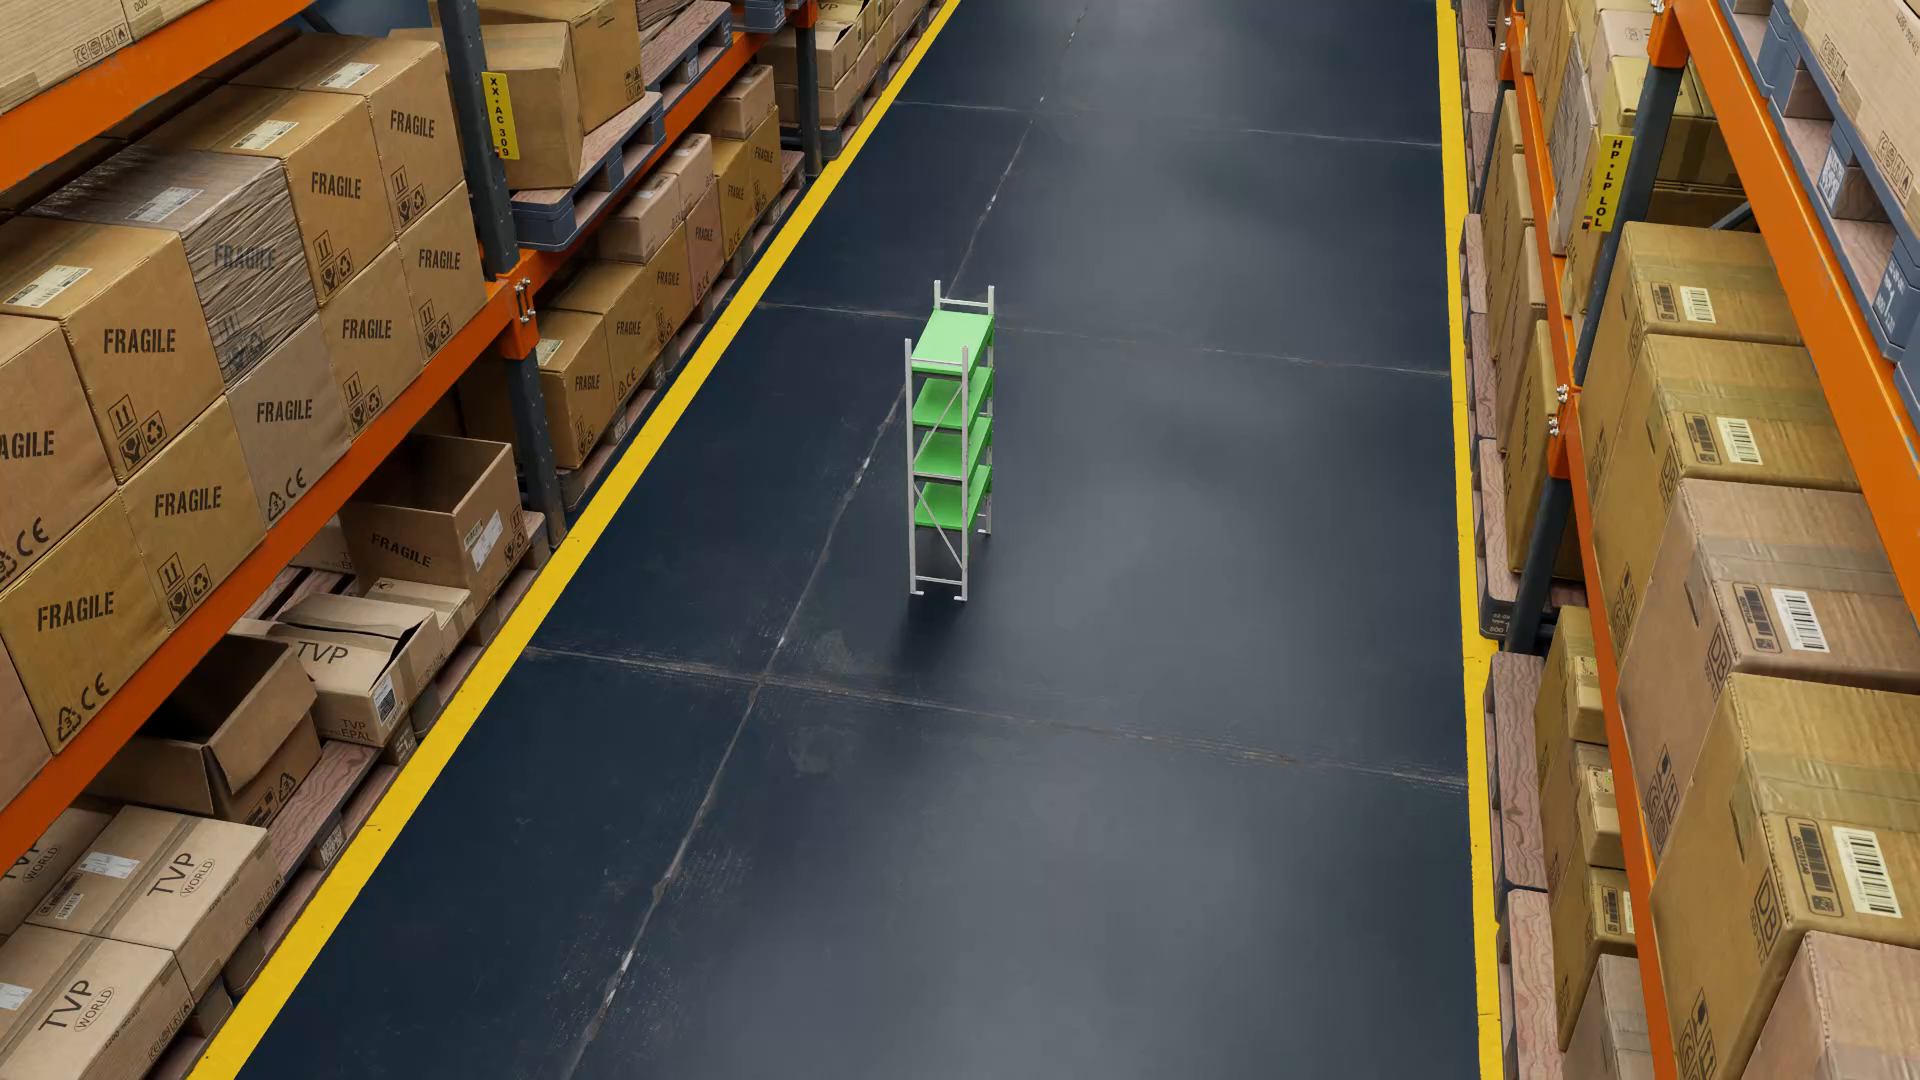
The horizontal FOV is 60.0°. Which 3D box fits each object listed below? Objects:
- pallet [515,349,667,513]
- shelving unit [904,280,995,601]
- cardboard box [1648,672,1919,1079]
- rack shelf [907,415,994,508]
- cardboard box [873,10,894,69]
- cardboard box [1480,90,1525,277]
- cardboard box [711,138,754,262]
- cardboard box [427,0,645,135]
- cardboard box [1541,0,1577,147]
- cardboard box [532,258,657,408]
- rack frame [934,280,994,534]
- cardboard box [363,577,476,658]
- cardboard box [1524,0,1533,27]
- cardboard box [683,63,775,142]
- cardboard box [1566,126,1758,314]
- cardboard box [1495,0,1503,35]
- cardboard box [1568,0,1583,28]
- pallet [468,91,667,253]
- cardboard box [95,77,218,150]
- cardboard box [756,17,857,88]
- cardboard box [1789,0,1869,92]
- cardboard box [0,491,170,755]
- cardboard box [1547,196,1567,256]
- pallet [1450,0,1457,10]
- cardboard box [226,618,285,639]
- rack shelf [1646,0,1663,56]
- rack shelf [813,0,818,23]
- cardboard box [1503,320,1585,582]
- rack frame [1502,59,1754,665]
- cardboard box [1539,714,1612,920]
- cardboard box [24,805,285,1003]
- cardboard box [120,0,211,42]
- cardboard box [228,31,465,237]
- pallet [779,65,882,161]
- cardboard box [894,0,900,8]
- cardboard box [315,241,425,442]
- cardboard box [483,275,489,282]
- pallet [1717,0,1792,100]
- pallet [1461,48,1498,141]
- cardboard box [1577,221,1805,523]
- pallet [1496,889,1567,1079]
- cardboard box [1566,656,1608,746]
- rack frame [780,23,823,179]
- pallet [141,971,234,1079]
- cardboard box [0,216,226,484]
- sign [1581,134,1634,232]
[{"bbox_3d":[-2.082,-0.608,7.910,1.003,0.211,1.213,7,37,10],"label":"pallet"},{"bbox_3d":[-0.035,-0.391,6.767,0.258,1.200,0.503,7,37,10],"label":"shelving unit"},{"bbox_3d":[2.010,0.812,3.318,0.980,0.700,0.700,7,37,10],"label":"cardboard box"},{"bbox_3d":[-0.035,-0.339,6.804,0.258,0.148,0.480,7,37,10],"label":"rack shelf"},{"bbox_3d":[-0.754,-3.467,11.463,0.500,0.250,0.500,6,36,9],"label":"cardboard box"},{"bbox_3d":[3.190,-1.835,8.700,0.750,0.750,0.750,7,36,9],"label":"cardboard box"},{"bbox_3d":[-1.446,-1.863,9.020,0.500,0.500,0.500,6,36,8],"label":"cardboard box"},{"bbox_3d":[-1.814,-2.123,7.180,0.700,0.500,0.500,13,38,17],"label":"cardboard box"},{"bbox_3d":[2.790,-1.981,7.071,0.500,0.500,0.500,8,37,11],"label":"cardboard box"},{"bbox_3d":[-1.775,-0.986,7.810,0.500,0.500,0.500,8,37,11],"label":"cardboard box"},{"bbox_3d":[0.017,-0.531,6.960,0.240,1.200,0.015,7,37,10],"label":"rack frame"},{"bbox_3d":[-2.085,0.294,6.342,0.380,0.149,0.250,7,37,10],"label":"cardboard box"},{"bbox_3d":[3.122,-2.864,8.289,0.500,0.500,0.500,8,37,11],"label":"cardboard box"},{"bbox_3d":[-1.343,-2.431,9.164,0.500,0.250,0.500,9,37,12],"label":"cardboard box"},{"bbox_3d":[2.473,-1.113,5.874,0.500,0.500,0.500,7,36,9],"label":"cardboard box"},{"bbox_3d":[4.128,-3.674,11.518,0.700,0.500,0.500,7,36,9],"label":"cardboard box"},{"bbox_3d":[2.807,-2.297,6.868,0.500,0.250,0.500,7,36,9],"label":"cardboard box"},{"bbox_3d":[-1.942,-1.633,7.111,1.003,0.211,1.213,7,37,10],"label":"pallet"},{"bbox_3d":[-2.704,-1.181,5.386,0.500,0.500,0.500,6,36,9],"label":"cardboard box"},{"bbox_3d":[-0.966,-3.107,10.488,0.500,0.311,0.500,9,37,12],"label":"cardboard box"},{"bbox_3d":[1.991,-1.064,3.290,0.500,0.250,0.500,6,36,9],"label":"cardboard box"},{"bbox_3d":[-2.506,0.181,4.359,0.500,0.500,0.500,7,37,10],"label":"cardboard box"},{"bbox_3d":[2.546,-1.233,6.592,0.380,0.149,0.250,7,37,10],"label":"cardboard box"},{"bbox_3d":[4.439,-4.495,13.271,1.003,0.211,1.213,7,37,10],"label":"pallet"},{"bbox_3d":[-2.695,0.413,6.163,0.380,0.166,0.250,7,37,10],"label":"cardboard box"},{"bbox_3d":[3.048,-2.718,6.501,1.077,0.370,4.000,7,37,10],"label":"rack shelf"},{"bbox_3d":[-0.938,-4.415,11.399,1.077,0.370,4.000,7,37,10],"label":"rack shelf"},{"bbox_3d":[2.633,-0.336,6.632,0.750,0.750,0.750,8,37,11],"label":"cardboard box"},{"bbox_3d":[2.621,-0.648,5.588,1.000,3.000,0.127,7,37,10],"label":"rack frame"},{"bbox_3d":[2.251,0.898,5.227,0.700,0.500,0.500,7,37,9],"label":"cardboard box"},{"bbox_3d":[-2.467,1.112,5.127,0.500,0.250,0.500,7,37,10],"label":"cardboard box"},{"bbox_3d":[-2.279,-1.535,4.384,0.500,0.250,0.500,7,37,10],"label":"cardboard box"},{"bbox_3d":[-2.074,-1.389,5.674,0.500,0.500,0.500,7,37,10],"label":"cardboard box"},{"bbox_3d":[-1.151,-2.898,11.068,1.003,0.211,1.213,7,37,10],"label":"pallet"},{"bbox_3d":[-0.642,-3.996,11.715,0.500,0.311,0.500,7,36,9],"label":"cardboard box"},{"bbox_3d":[-2.184,-0.693,5.564,0.500,0.500,0.500,8,37,11],"label":"cardboard box"},{"bbox_3d":[-2.280,-1.034,7.875,0.500,0.500,0.500,7,37,10],"label":"cardboard box"},{"bbox_3d":[2.436,-1.359,4.088,1.003,0.211,1.213,7,37,10],"label":"pallet"},{"bbox_3d":[3.907,-2.957,11.150,1.003,0.211,1.213,7,37,10],"label":"pallet"},{"bbox_3d":[2.489,-0.460,5.073,0.980,0.700,0.700,8,37,11],"label":"cardboard box"},{"bbox_3d":[2.124,1.609,4.850,1.003,0.211,1.213,7,37,10],"label":"pallet"},{"bbox_3d":[2.110,0.521,5.194,0.380,0.149,0.250,8,37,12],"label":"cardboard box"},{"bbox_3d":[-1.365,-3.560,9.605,1.000,3.000,0.127,7,37,10],"label":"rack frame"},{"bbox_3d":[-2.888,1.655,4.787,1.003,0.211,1.213,7,37,10],"label":"pallet"},{"bbox_3d":[-2.398,-0.518,4.472,0.500,0.500,0.500,7,37,10],"label":"cardboard box"},{"bbox_3d":[2.089,-1.147,5.357,0.100,0.325,0.005,7,37,10],"label":"sign"}]
